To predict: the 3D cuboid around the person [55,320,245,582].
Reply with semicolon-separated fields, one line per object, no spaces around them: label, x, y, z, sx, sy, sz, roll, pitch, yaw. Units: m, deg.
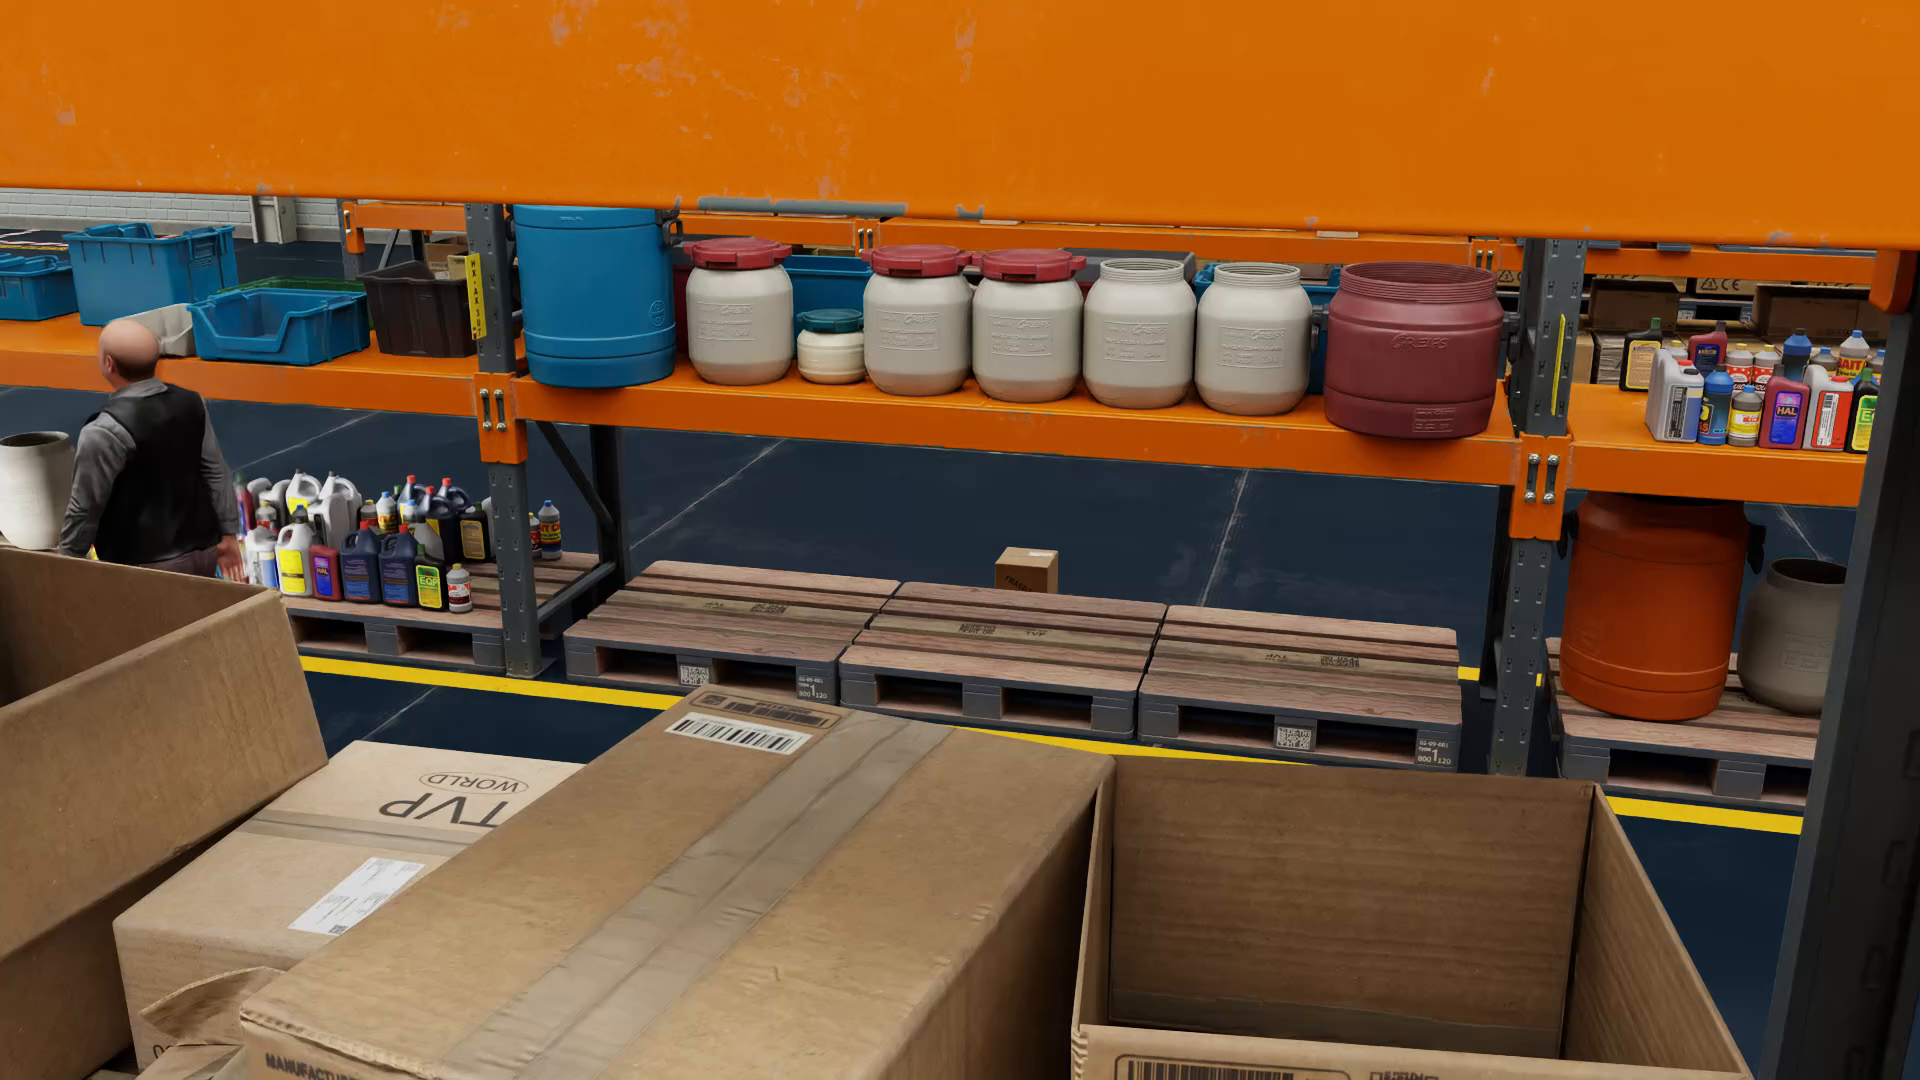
person;-2.888;0.067;5.859;0.924;1.703;0.539;4;18;11
